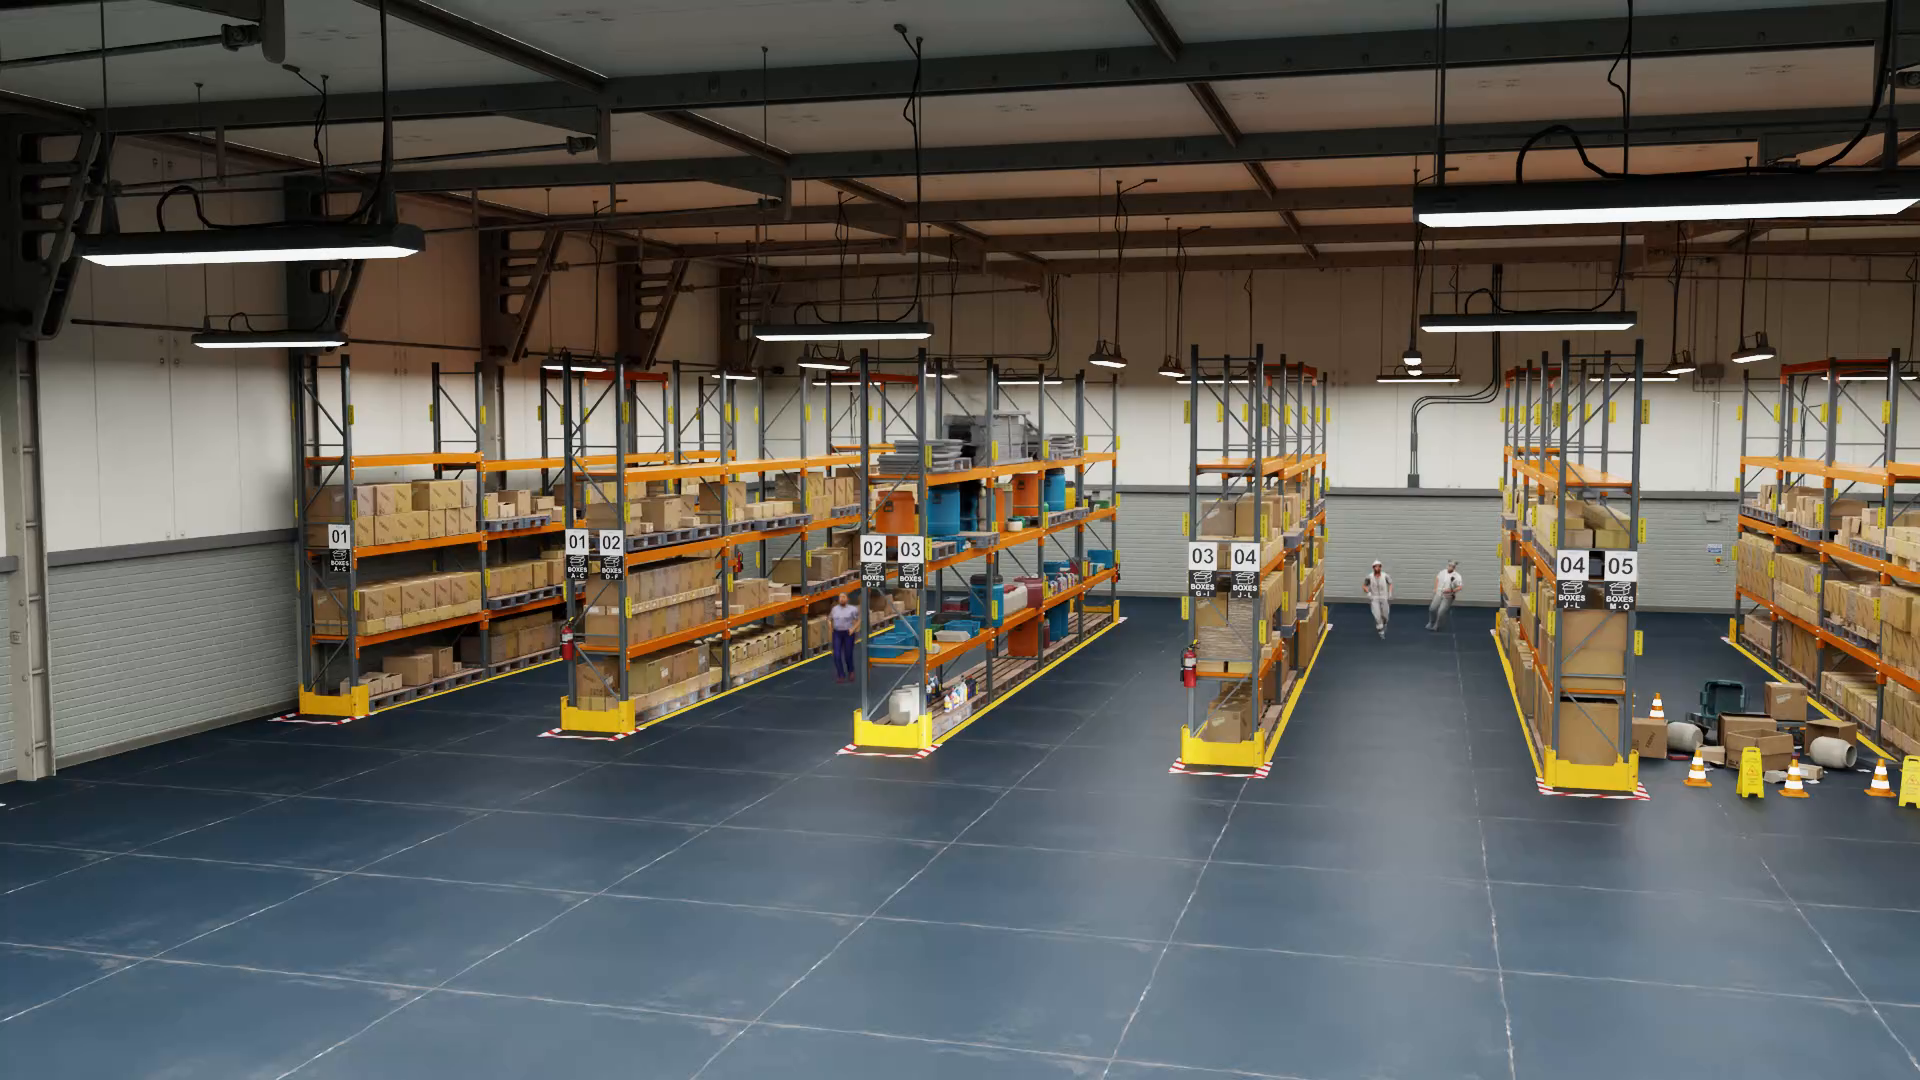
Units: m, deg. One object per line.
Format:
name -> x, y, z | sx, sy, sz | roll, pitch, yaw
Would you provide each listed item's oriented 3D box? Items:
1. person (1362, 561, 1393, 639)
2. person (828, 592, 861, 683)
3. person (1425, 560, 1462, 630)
person -> 9.397, 1.335, 37.422 | 0.680, 1.743, 0.646 | 1, 4, 10
person -> -2.057, 1.719, 29.332 | 0.605, 1.621, 0.533 | 1, 4, 9
person -> 11.168, 1.283, 38.495 | 0.871, 1.686, 0.576 | 3, 5, 38
